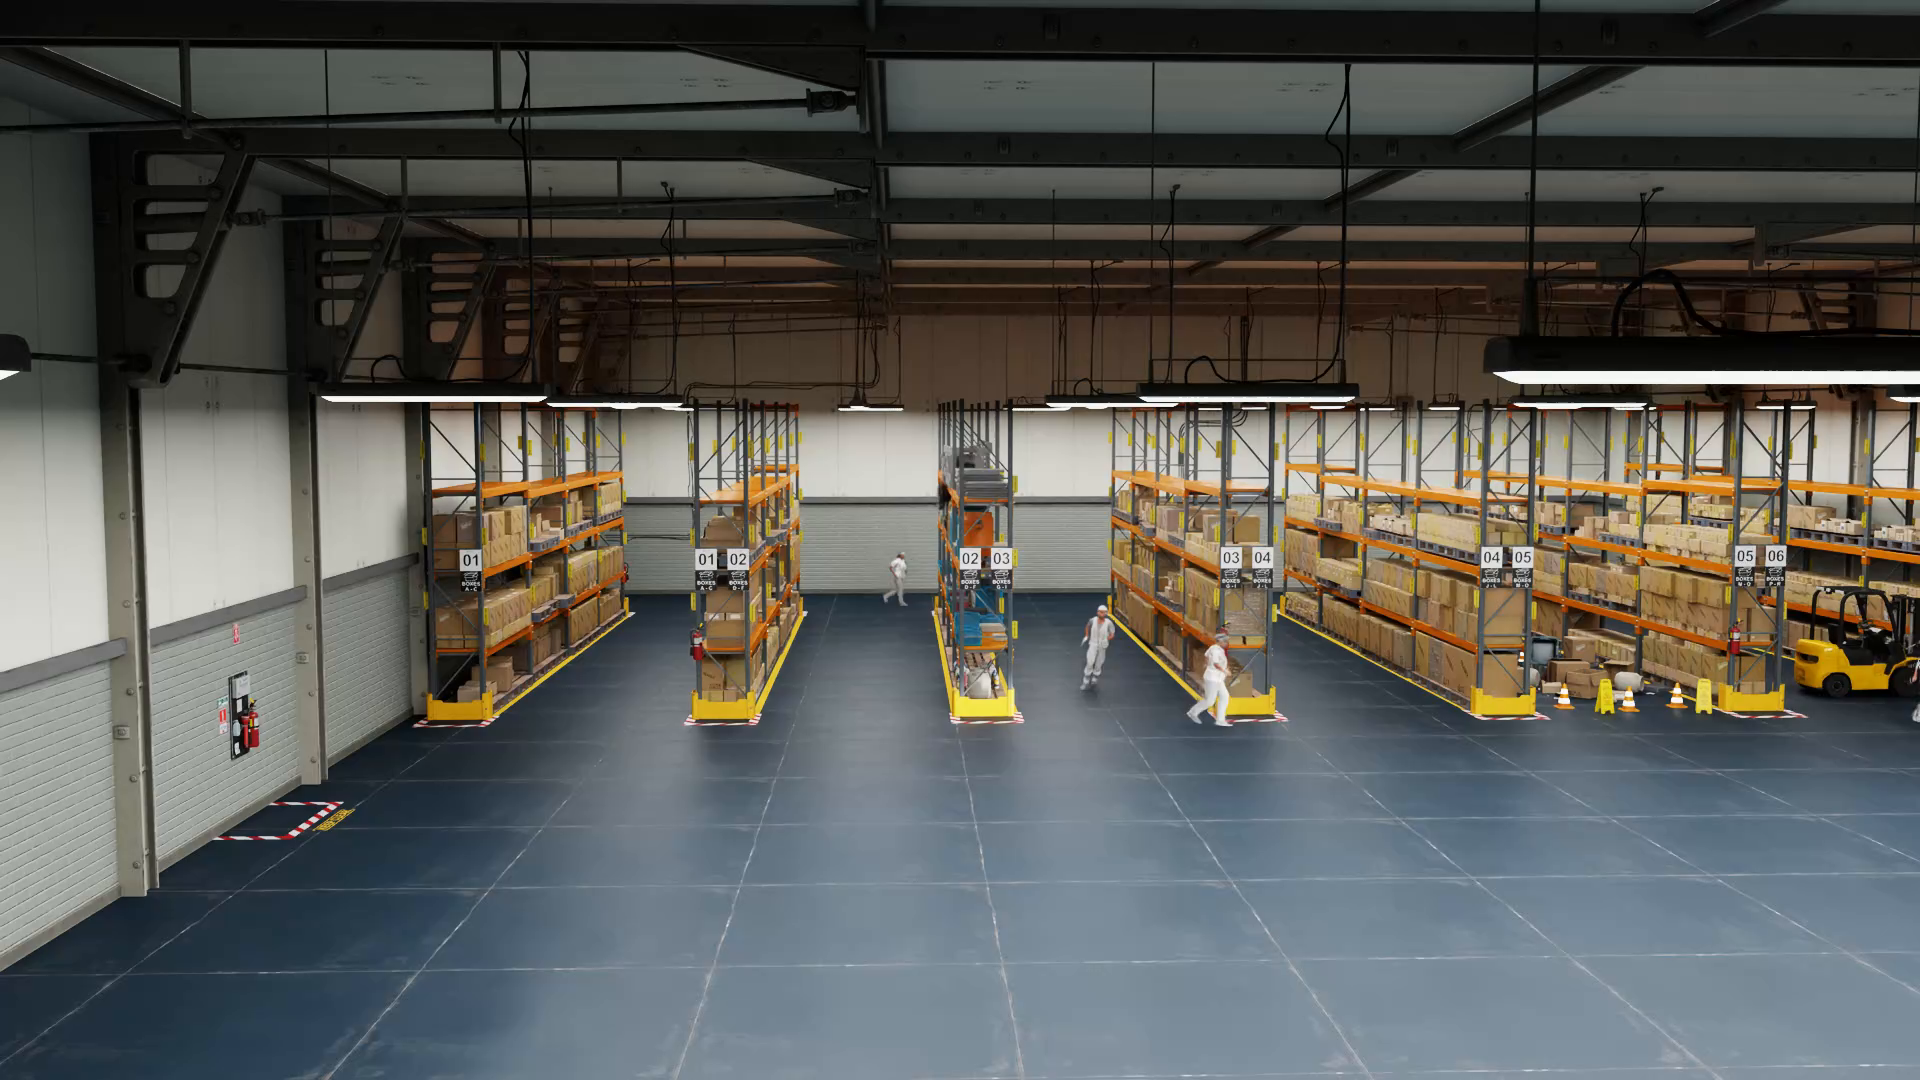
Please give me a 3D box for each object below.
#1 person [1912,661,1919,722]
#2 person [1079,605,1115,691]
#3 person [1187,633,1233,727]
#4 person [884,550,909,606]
[{"bbox_3d":[17.856,2.667,30.519,0.525,1.445,0.909,0,4,-6],"label":"person"},{"bbox_3d":[2.841,2.210,34.387,0.717,1.751,0.834,0,4,6],"label":"person"},{"bbox_3d":[4.558,2.551,30.322,0.848,1.737,0.622,1,5,17],"label":"person"},{"bbox_3d":[-1.827,1.124,49.578,0.915,1.635,0.618,2,5,27],"label":"person"}]
